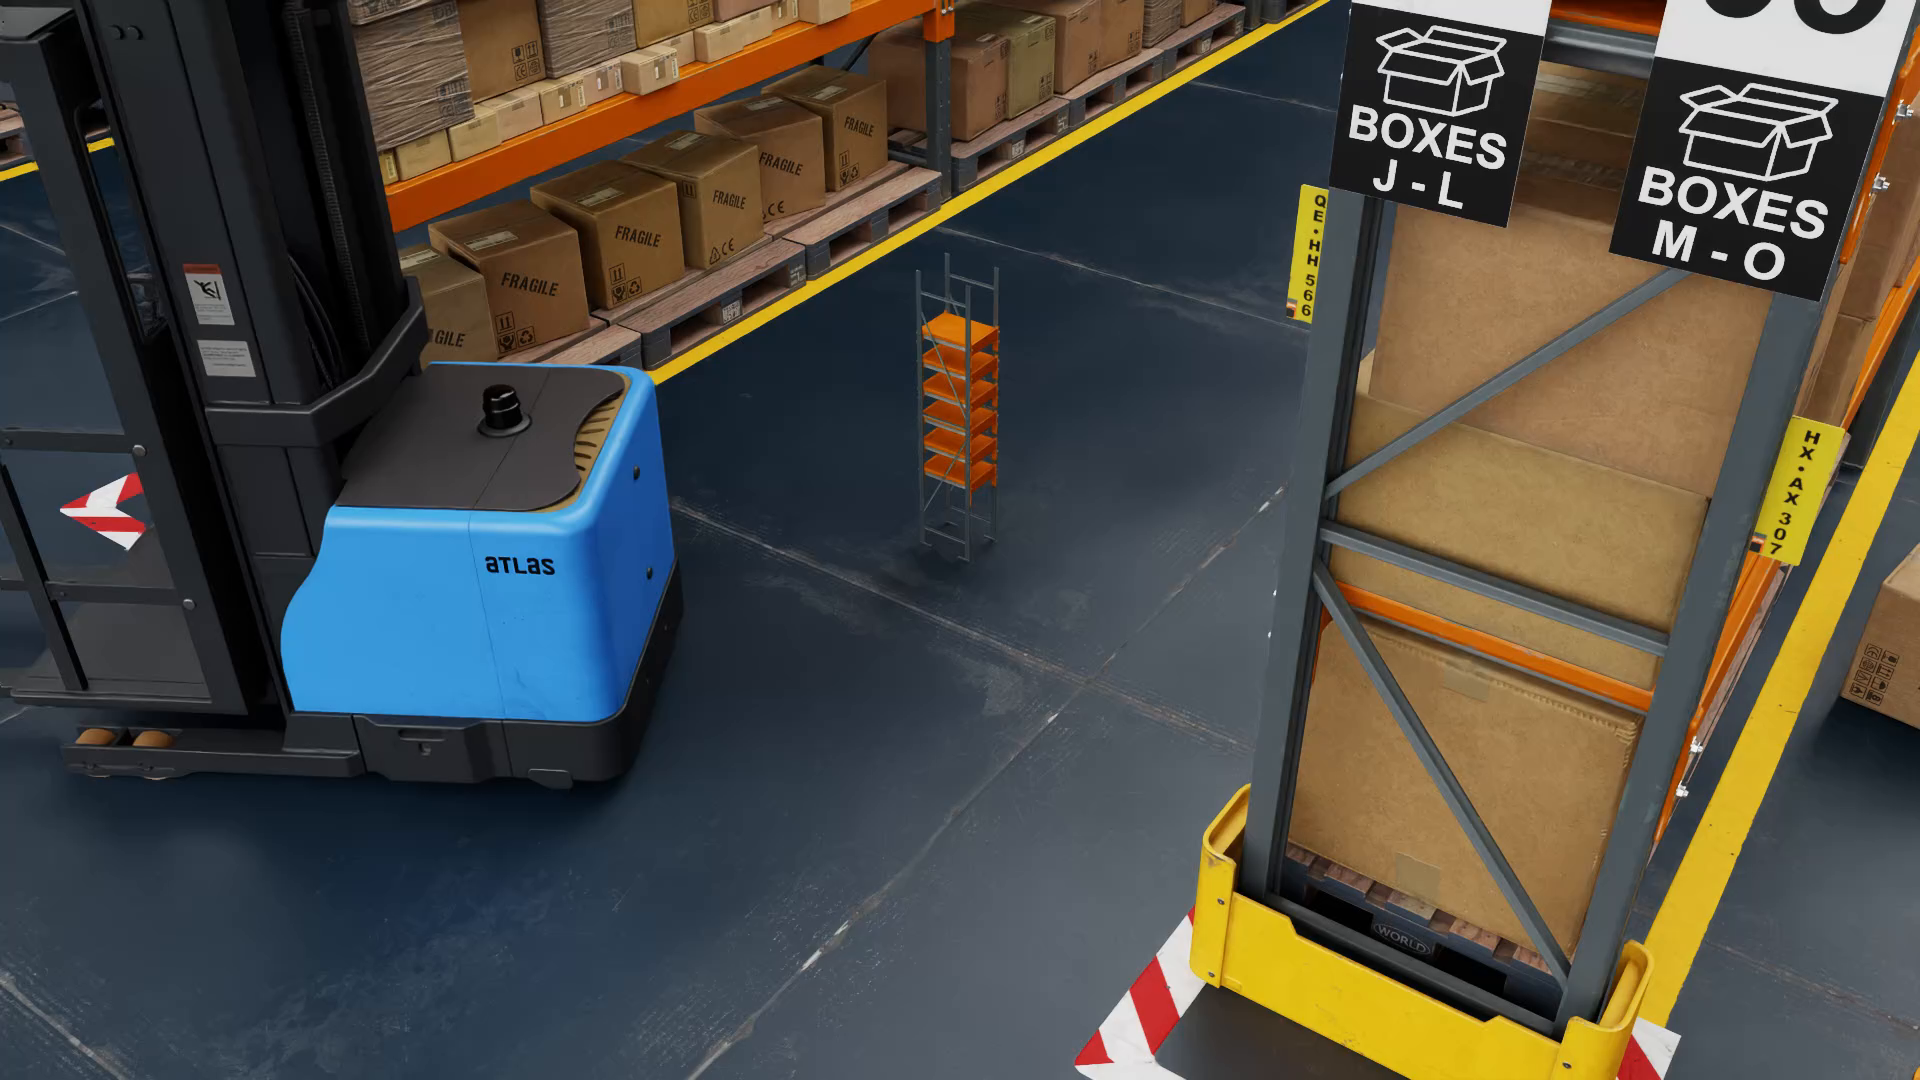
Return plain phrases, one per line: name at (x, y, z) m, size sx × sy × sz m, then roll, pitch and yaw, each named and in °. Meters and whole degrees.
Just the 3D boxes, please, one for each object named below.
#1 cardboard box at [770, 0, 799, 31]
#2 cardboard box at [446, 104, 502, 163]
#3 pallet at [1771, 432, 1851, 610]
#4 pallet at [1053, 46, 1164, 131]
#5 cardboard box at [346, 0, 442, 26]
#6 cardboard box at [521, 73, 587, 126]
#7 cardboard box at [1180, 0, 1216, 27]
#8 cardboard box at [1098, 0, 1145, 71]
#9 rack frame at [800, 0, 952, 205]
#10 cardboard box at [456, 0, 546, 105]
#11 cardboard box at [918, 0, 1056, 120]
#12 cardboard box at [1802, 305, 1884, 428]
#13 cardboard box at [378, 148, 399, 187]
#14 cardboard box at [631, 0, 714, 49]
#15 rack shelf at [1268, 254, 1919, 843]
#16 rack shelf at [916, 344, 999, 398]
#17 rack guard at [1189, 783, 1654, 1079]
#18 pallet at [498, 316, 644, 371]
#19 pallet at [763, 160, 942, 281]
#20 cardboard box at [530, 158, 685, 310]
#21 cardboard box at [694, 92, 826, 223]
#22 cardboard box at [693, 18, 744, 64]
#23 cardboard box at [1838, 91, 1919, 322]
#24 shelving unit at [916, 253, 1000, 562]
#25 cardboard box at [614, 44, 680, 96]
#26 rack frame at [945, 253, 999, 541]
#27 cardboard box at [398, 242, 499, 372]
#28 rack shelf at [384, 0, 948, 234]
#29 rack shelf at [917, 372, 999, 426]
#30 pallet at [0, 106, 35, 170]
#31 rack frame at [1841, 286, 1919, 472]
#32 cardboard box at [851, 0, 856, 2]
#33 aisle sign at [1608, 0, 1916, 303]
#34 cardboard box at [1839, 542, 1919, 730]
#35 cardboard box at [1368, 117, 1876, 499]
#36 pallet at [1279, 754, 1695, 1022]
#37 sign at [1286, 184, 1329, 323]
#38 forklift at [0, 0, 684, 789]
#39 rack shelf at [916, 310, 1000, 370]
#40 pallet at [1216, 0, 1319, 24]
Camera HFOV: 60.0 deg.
cardboard box at (-1.020, -2.629, 8.184) m, size 0.380 × 0.149 × 0.250 m, roll 21°, pitch 39°, yaw 28°
cardboard box at (-2.104, -1.687, 6.791) m, size 0.380 × 0.149 × 0.250 m, roll 21°, pitch 39°, yaw 28°
pallet at (3.025, -0.246, 6.926) m, size 1.003 × 0.211 × 1.213 m, roll 21°, pitch 39°, yaw 28°
pallet at (0.643, -3.125, 11.182) m, size 1.003 × 0.211 × 1.213 m, roll 21°, pitch 39°, yaw 28°
cardboard box at (-2.238, -2.261, 6.169) m, size 0.500 × 0.500 × 0.500 m, roll 21°, pitch 39°, yaw 28°
cardboard box at (-1.830, -1.921, 7.137) m, size 0.380 × 0.149 × 0.250 m, roll 21°, pitch 39°, yaw 28°
cardboard box at (1.421, -4.030, 11.871) m, size 0.700 × 0.500 × 0.500 m, roll 19°, pitch 38°, yaw 26°
cardboard box at (0.797, -3.508, 11.098) m, size 0.700 × 0.500 × 0.500 m, roll 25°, pitch 41°, yaw 32°
rack frame at (-0.495, -3.357, 9.037) m, size 1.000 × 3.000 × 0.127 m, roll 21°, pitch 39°, yaw 28°
cardboard box at (-2.253, -2.194, 6.962) m, size 0.875 × 0.500 × 0.500 m, roll 21°, pitch 39°, yaw 28°
cardboard box at (0.161, -2.993, 10.337) m, size 0.700 × 0.500 × 0.500 m, roll 21°, pitch 39°, yaw 28°
cardboard box at (2.134, -0.611, 4.842) m, size 0.875 × 0.550 × 0.550 m, roll 21°, pitch 39°, yaw 28°
cardboard box at (-2.417, -1.467, 6.467) m, size 0.380 × 0.149 × 0.250 m, roll 21°, pitch 39°, yaw 28°
cardboard box at (-1.637, -2.637, 7.616) m, size 0.875 × 0.500 × 0.500 m, roll 21°, pitch 39°, yaw 28°
rack shelf at (2.382, -0.508, 5.466) m, size 1.077 × 0.370 × 4.000 m, roll 21°, pitch 39°, yaw 28°
rack shelf at (-0.008, -0.652, 6.294) m, size 0.258 × 0.103 × 0.180 m, roll 21°, pitch 39°, yaw 28°
rack guard at (1.228, 1.161, 4.587) m, size 1.175 × 0.500 × 0.348 m, roll 21°, pitch 39°, yaw 28°
pallet at (-2.240, -0.759, 7.684) m, size 1.003 × 0.211 × 1.213 m, roll 21°, pitch 39°, yaw 28°
pallet at (-0.848, -1.882, 9.344) m, size 1.003 × 0.211 × 1.213 m, roll 21°, pitch 39°, yaw 28°
cardboard box at (-1.720, -1.505, 8.155) m, size 0.500 × 0.500 × 0.500 m, roll 25°, pitch 42°, yaw 32°
cardboard box at (-1.076, -2.059, 8.973) m, size 0.500 × 0.500 × 0.500 m, roll -23°, pitch 40°, yaw -30°
cardboard box at (-1.243, -2.375, 7.808) m, size 0.380 × 0.149 × 0.250 m, roll 21°, pitch 39°, yaw 28°
cardboard box at (2.154, -1.050, 4.528) m, size 0.875 × 0.550 × 0.550 m, roll 21°, pitch 39°, yaw 28°
shelving unit at (-0.008, -0.490, 6.404) m, size 0.258 × 1.200 × 0.189 m, roll 21°, pitch 39°, yaw 28°
cardboard box at (-1.482, -2.127, 7.442) m, size 0.380 × 0.149 × 0.250 m, roll 21°, pitch 39°, yaw 28°
rack frame at (0.044, -0.532, 6.466) m, size 0.240 × 1.200 × 0.006 m, roll 21°, pitch 39°, yaw 28°
cardboard box at (-2.405, -0.937, 7.314) m, size 0.500 × 0.500 × 0.500 m, roll -29°, pitch 43°, yaw -35°
rack shelf at (-1.635, -2.139, 7.877) m, size 1.077 × 0.370 × 4.000 m, roll 21°, pitch 39°, yaw 28°
rack shelf at (-0.008, -0.553, 6.362) m, size 0.258 × 0.103 × 0.180 m, roll 21°, pitch 39°, yaw 28°
pallet at (-6.372, -2.366, 10.060) m, size 1.003 × 0.211 × 1.213 m, roll 21°, pitch 39°, yaw 28°
rack frame at (3.523, -1.727, 6.625) m, size 1.000 × 3.000 × 0.127 m, roll 21°, pitch 39°, yaw 28°
cardboard box at (-0.718, -2.853, 8.515) m, size 0.380 × 0.149 × 0.250 m, roll 21°, pitch 39°, yaw 28°
aisle sign at (1.448, -0.834, 2.985) m, size 0.394 × 0.787 × 0.004 m, roll 21°, pitch 39°, yaw 28°
cardboard box at (3.480, 0.350, 5.784) m, size 0.500 × 0.500 × 0.500 m, roll 29°, pitch 44°, yaw 36°
cardboard box at (1.485, -0.554, 3.793) m, size 0.875 × 0.550 × 0.550 m, roll 21°, pitch 39°, yaw 28°
pallet at (1.633, 0.876, 5.266) m, size 1.003 × 0.211 × 1.213 m, roll 21°, pitch 39°, yaw 28°
sign at (0.804, -0.643, 3.778) m, size 0.100 × 0.325 × 0.005 m, roll 21°, pitch 39°, yaw 28°
forklift at (-2.572, -0.705, 5.176) m, size 3.031 × 2.935 × 1.130 m, roll 2°, pitch 34°, yaw 3°
rack shelf at (-0.008, -0.752, 6.227) m, size 0.258 × 0.103 × 0.180 m, roll 21°, pitch 39°, yaw 28°
pallet at (2.298, -4.382, 13.041) m, size 1.003 × 0.211 × 1.213 m, roll 21°, pitch 39°, yaw 28°
